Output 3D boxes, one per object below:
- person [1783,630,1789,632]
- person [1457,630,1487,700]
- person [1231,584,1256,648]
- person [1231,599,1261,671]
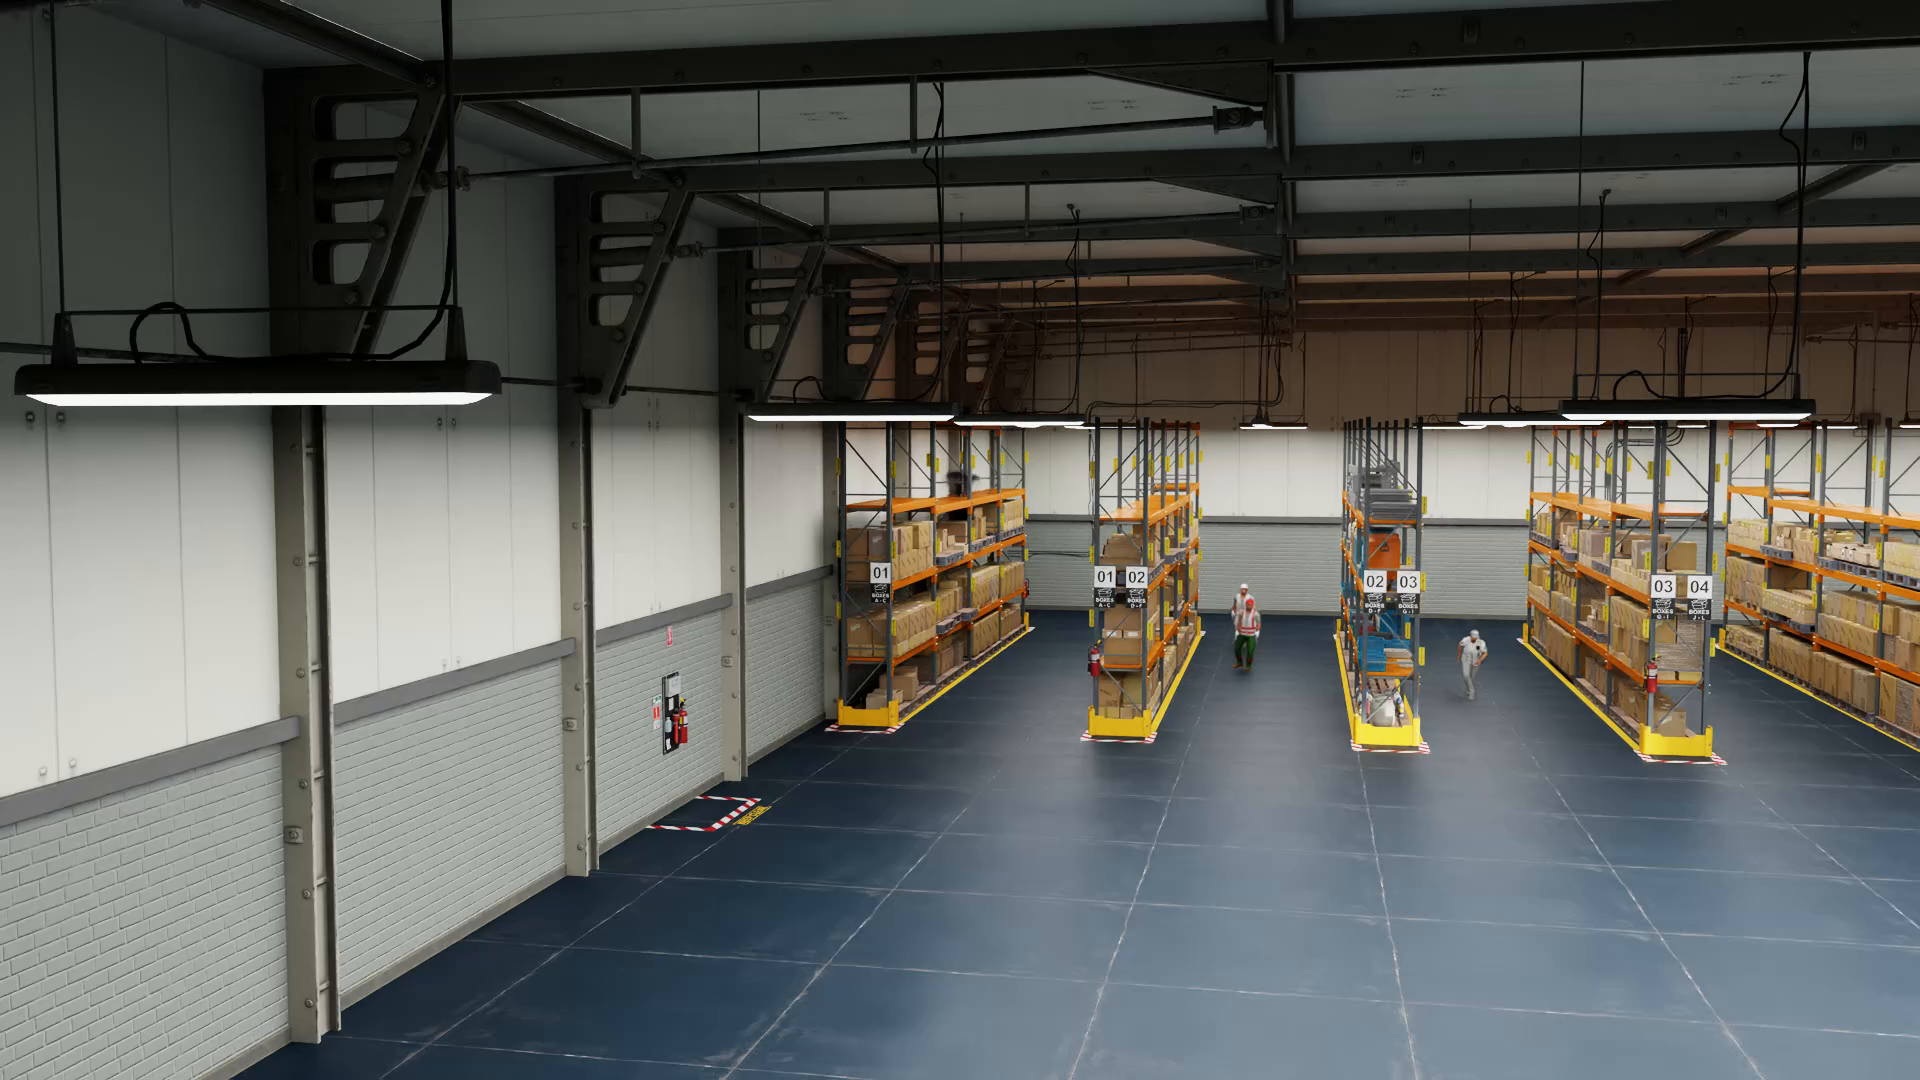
[{"bbox_3d":[22.197,1.970,44.283,0.760,1.788,0.782,-1,4,-21],"label":"person"},{"bbox_3d":[11.011,2.640,35.781,0.610,1.518,1.073,1,4,13],"label":"person"},{"bbox_3d":[7.432,2.004,43.677,0.656,1.730,0.804,1,4,14],"label":"person"},{"bbox_3d":[6.821,2.267,39.729,0.768,1.746,0.571,2,4,26],"label":"person"}]
